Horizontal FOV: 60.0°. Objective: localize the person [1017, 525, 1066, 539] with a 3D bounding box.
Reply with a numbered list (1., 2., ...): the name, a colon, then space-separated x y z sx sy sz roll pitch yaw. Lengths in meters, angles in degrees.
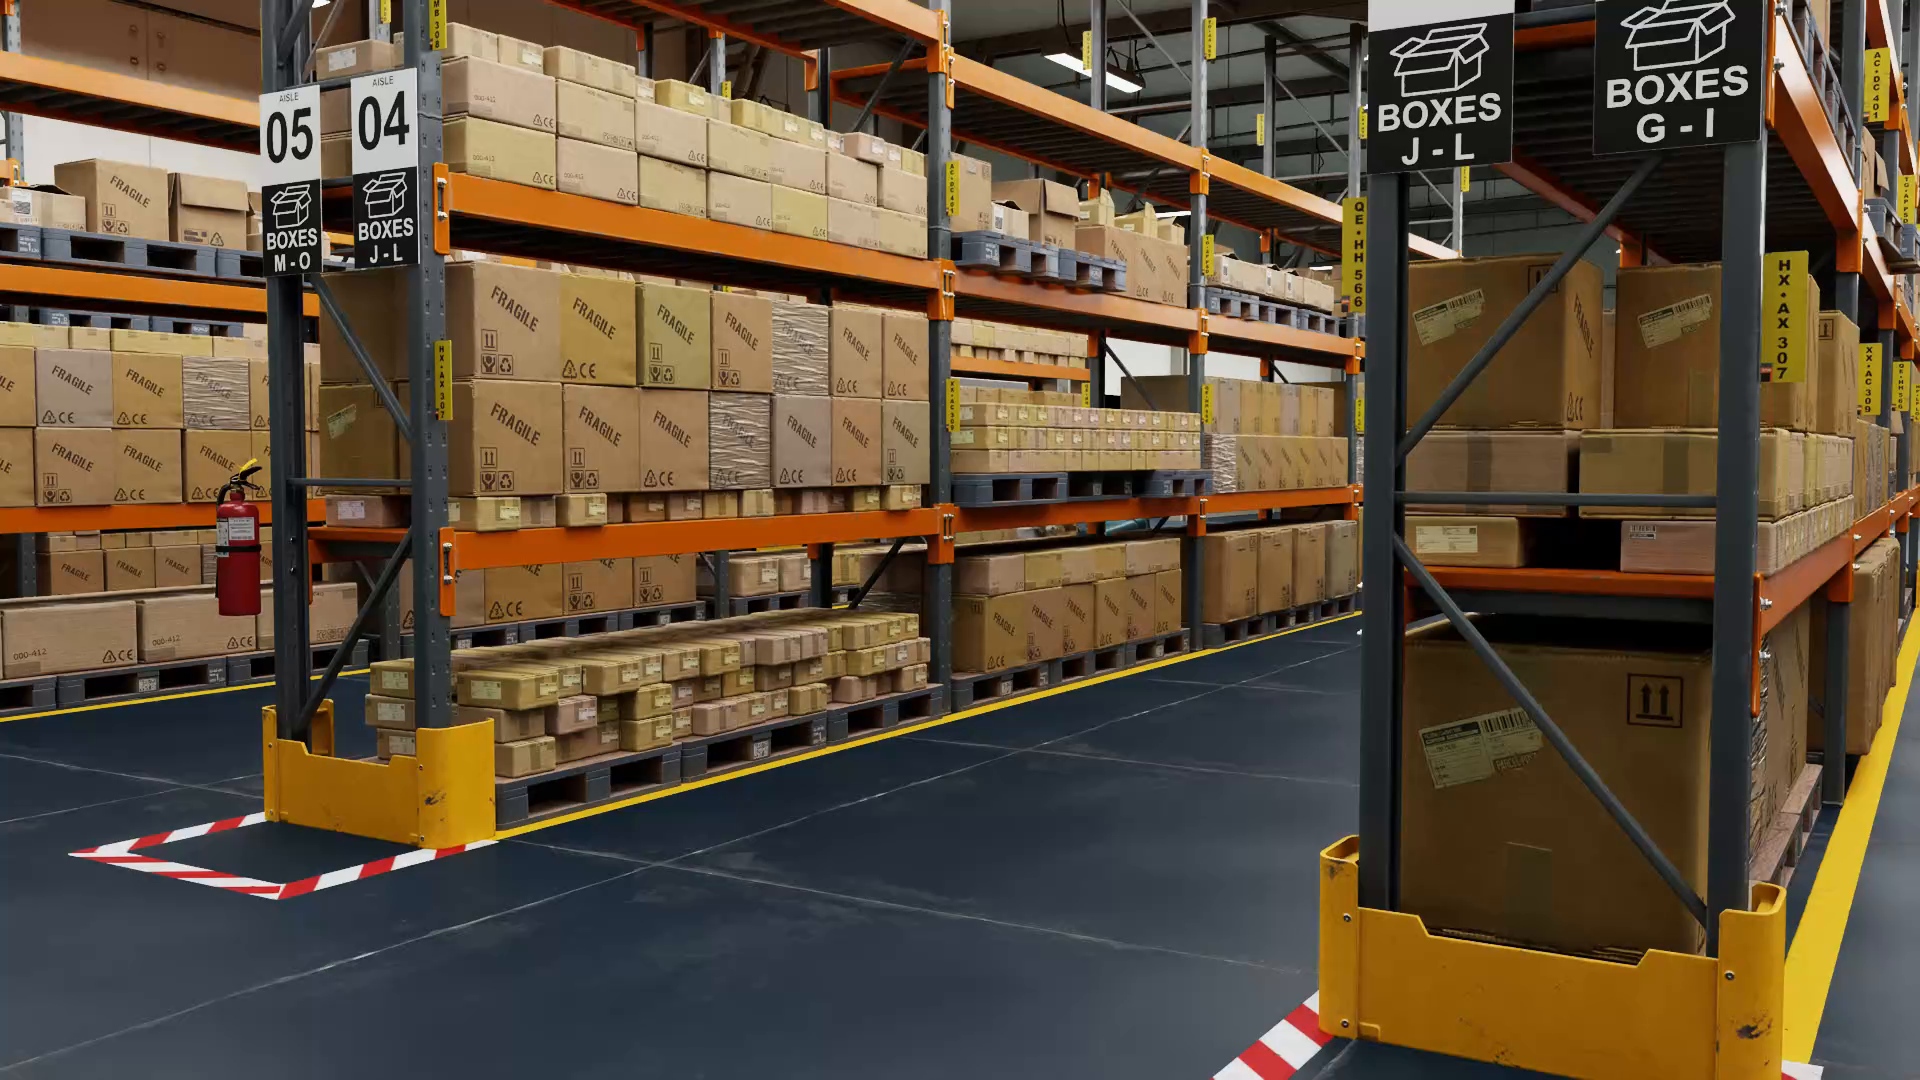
1. person: 0.797 -0.071 16.653 0.554 1.695 0.467 2 4 33
